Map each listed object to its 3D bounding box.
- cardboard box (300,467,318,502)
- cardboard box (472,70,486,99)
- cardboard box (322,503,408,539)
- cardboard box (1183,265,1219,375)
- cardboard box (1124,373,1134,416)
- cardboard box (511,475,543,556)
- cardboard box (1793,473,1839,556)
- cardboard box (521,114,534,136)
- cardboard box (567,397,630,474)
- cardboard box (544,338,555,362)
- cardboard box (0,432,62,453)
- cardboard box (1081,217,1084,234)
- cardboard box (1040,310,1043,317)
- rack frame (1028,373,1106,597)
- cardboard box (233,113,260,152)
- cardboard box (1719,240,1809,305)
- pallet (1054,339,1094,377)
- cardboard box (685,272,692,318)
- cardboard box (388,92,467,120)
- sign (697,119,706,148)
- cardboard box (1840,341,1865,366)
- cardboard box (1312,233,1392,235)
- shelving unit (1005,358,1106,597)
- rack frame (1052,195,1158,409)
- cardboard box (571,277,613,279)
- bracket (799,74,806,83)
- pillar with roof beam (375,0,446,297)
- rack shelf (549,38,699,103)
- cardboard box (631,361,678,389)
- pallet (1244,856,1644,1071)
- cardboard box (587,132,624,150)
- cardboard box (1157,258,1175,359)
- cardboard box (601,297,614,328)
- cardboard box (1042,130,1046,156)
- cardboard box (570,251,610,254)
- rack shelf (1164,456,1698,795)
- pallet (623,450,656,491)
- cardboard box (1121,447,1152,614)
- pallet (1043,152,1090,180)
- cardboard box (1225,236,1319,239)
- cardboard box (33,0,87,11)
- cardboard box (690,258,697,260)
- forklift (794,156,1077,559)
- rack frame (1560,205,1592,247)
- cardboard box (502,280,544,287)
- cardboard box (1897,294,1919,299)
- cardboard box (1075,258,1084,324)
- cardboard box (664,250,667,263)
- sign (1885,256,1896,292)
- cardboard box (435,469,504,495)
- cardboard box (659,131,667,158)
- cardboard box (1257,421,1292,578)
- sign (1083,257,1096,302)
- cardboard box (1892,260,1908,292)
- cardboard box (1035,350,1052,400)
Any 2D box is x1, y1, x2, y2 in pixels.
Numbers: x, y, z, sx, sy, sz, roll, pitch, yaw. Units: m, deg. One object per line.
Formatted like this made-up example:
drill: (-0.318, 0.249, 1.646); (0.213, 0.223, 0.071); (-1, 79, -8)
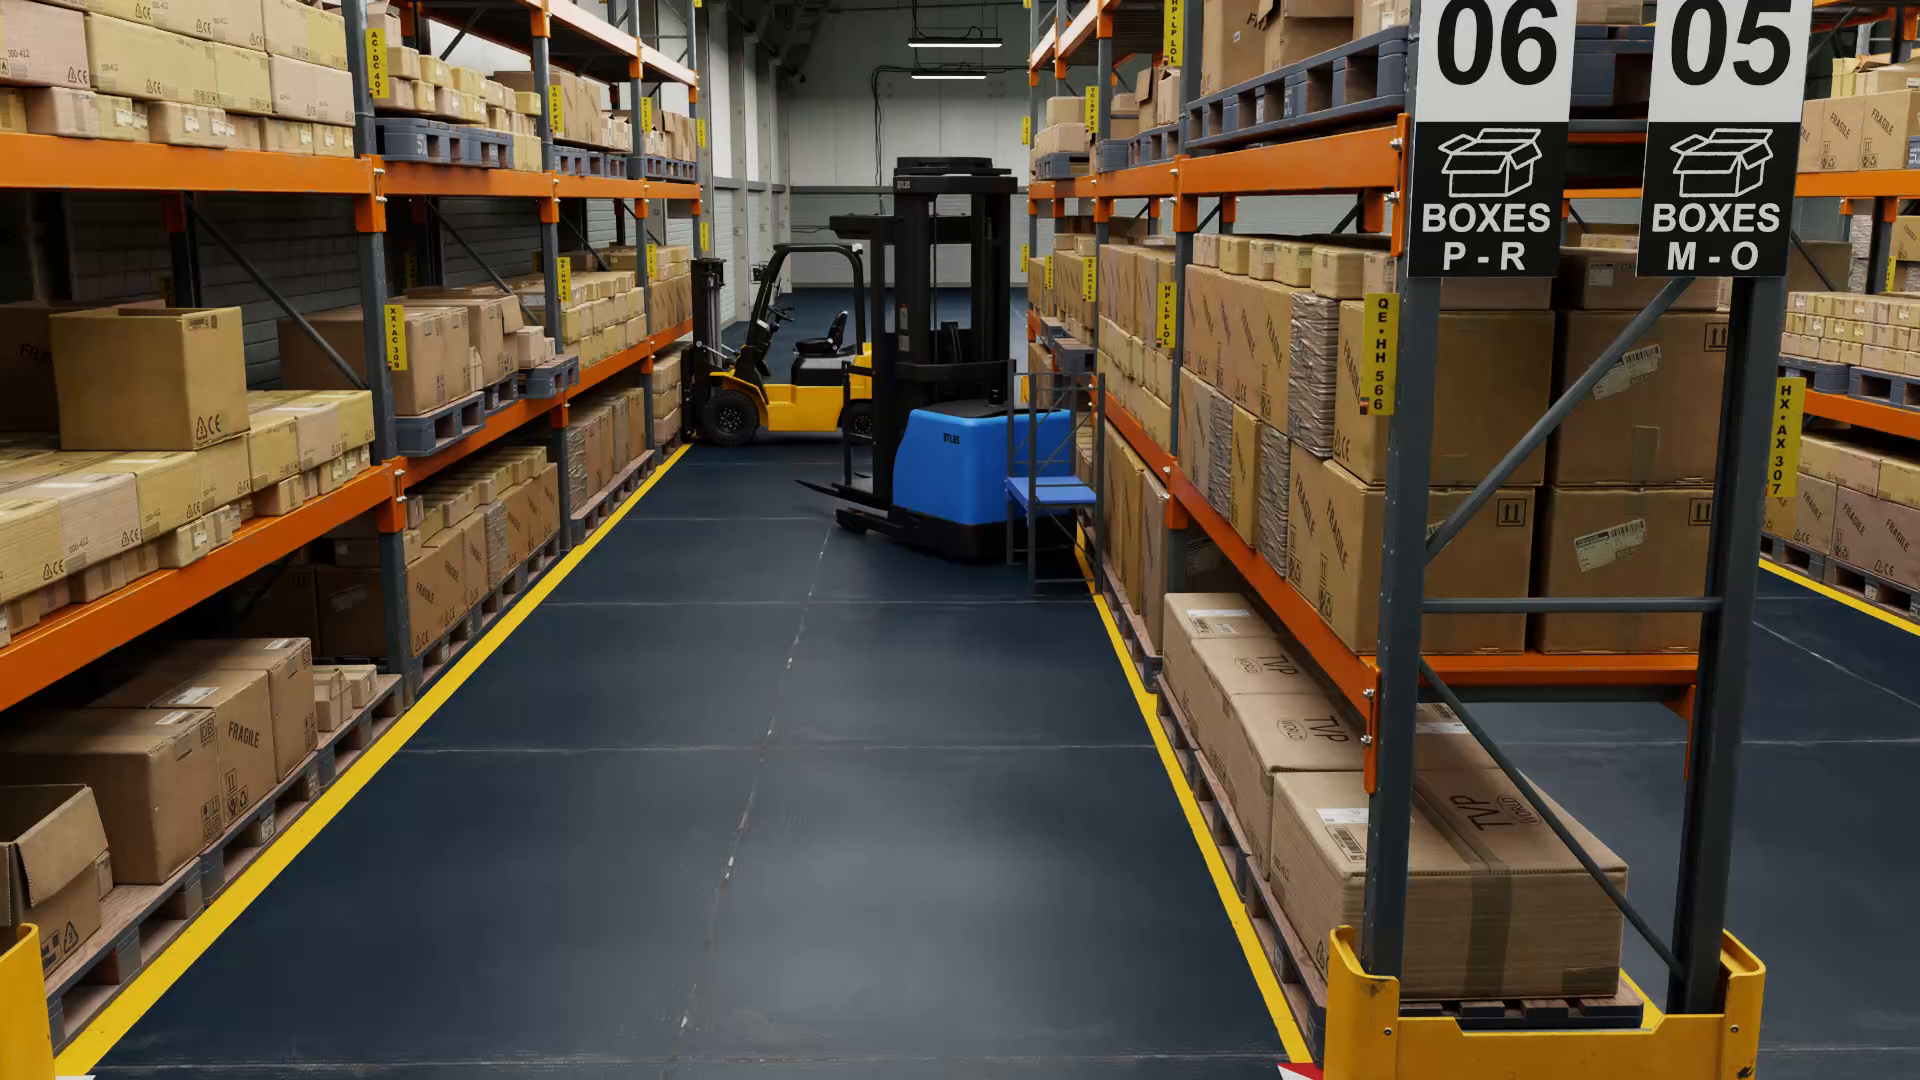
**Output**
cardboard box: (-3.081, -0.245, 7.357); (0.380, 0.149, 0.250); (0, 11, 0)
cardboard box: (-3.034, -2.701, 9.860); (0.380, 0.149, 0.250); (0, 11, -1)
cardboard box: (-3.177, -0.103, 8.874); (0.380, 0.149, 0.250); (0, 11, -2)
cardboard box: (1.355, -1.051, 7.929); (0.500, 0.500, 0.500); (0, 11, -1)
cardboard box: (1.310, -0.926, 10.459); (0.500, 0.250, 0.500); (0, 11, -1)
cardboard box: (-3.235, -0.180, 11.631); (0.500, 0.500, 0.500); (0, 11, -2)
cardboard box: (6.225, -0.182, 11.644); (0.500, 0.500, 0.500); (0, 11, 0)
cardboard box: (-3.210, -2.904, 11.659); (0.380, 0.149, 0.250); (0, 11, 0)
cardboard box: (-3.510, -0.961, 15.167); (0.875, 0.625, 0.625); (0, 11, -2)
cardboard box: (-3.061, -1.335, 11.672); (0.380, 0.149, 0.250); (0, 11, 0)
cardboard box: (-3.593, -0.259, 6.420); (0.500, 0.250, 0.500); (0, 11, -1)
cardboard box: (1.657, -3.173, 17.638); (0.700, 0.500, 0.500); (0, 11, -2)
cardboard box: (1.069, -2.441, 18.180); (0.380, 0.149, 0.250); (0, 11, -1)
rack frame: (0.706, -0.359, 11.057); (0.500, 1.500, 0.032); (-1, 12, -6)
cardboard box: (-3.097, -1.659, 6.779); (0.380, 0.149, 0.250); (0, 11, 1)
cardboard box: (6.440, -2.172, 13.454); (0.700, 0.500, 0.500); (0, 11, -2)
pallet: (1.383, -1.450, 13.144); (1.213, 0.211, 1.003); (0, 11, -1)
cardboard box: (-3.349, -2.821, 19.168); (0.500, 0.500, 0.500); (0, 11, 1)
cardboard box: (-3.007, -2.452, 9.382); (0.380, 0.149, 0.250); (0, 11, -2)
sign: (-3.081, -4.836, 19.782); (0.100, 0.325, 0.005); (0, 11, -1)
cardboard box: (6.277, -1.275, 11.377); (0.380, 0.149, 0.250); (0, 11, 1)
cardboard box: (1.912, -1.405, 8.040); (0.380, 0.149, 0.250); (0, 11, -2)
shelving unit: (0.648, -0.460, 11.552); (0.538, 1.500, 1.048); (-1, 12, -6)
rack frame: (1.422, -2.198, 16.348); (1.000, 3.000, 0.127); (0, 11, -1)
cardboard box: (-3.256, -2.223, 14.588); (0.380, 0.149, 0.250); (0, 11, -1)
bracket: (-4.833, -14.052, 50.639); (0.235, 0.232, 0.430); (0, 11, -1)
pillar with roof beam: (-0.082, -4.595, 13.075); (9.100, 9.000, 0.400); (0, 11, -1)
rack shelf: (-3.582, -4.966, 17.718); (1.077, 0.370, 4.000); (0, 11, -1)
cardboard box: (-3.238, -1.724, 17.358); (0.500, 0.250, 0.500); (0, 11, -1)
pallet: (1.575, 1.396, 5.649); (1.003, 0.211, 1.213); (0, 11, -1)
cardboard box: (-3.214, -3.561, 14.848); (0.380, 0.149, 0.250); (0, 11, -1)
cardboard box: (1.327, -1.234, 8.833); (0.500, 0.500, 0.500); (0, 11, 1)
cardboard box: (-3.261, -1.947, 14.233); (0.500, 0.250, 0.500); (0, 11, 0)
cardboard box: (1.033, -3.682, 15.442); (0.500, 0.250, 0.500); (-1, 11, -3)
cardboard box: (-3.885, -2.955, 17.451); (0.380, 0.149, 0.250); (0, 11, -2)
rack shelf: (1.628, 0.143, 6.621); (1.077, 0.370, 4.000); (0, 11, -1)
pallet: (-3.487, -0.664, 15.800); (1.003, 0.211, 1.213); (0, 11, -1)
cardboard box: (1.468, -0.075, 10.170); (0.875, 0.875, 0.875); (0, 11, 0)
pallet: (1.353, -3.247, 14.445); (1.213, 0.211, 1.003); (0, 11, -1)
cardboard box: (1.403, -1.299, 7.521); (0.380, 0.149, 0.250); (0, 11, -2)
cardboard box: (-3.043, -1.769, 5.062); (0.500, 0.250, 0.500); (0, 11, -2)
cardboard box: (-3.336, -3.271, 19.755); (0.380, 0.149, 0.250); (0, 11, 0)
forklift: (-0.346, -1.540, 13.278); (1.130, 2.935, 3.031); (-8, 14, -33)
rack frame: (6.369, -2.238, 16.547); (1.000, 3.000, 0.127); (0, 11, -1)
cardboard box: (-3.718, -2.117, 14.069); (0.380, 0.149, 0.250); (0, 11, 0)
cardboard box: (6.923, -1.672, 11.835); (0.380, 0.149, 0.250); (0, 11, -2)
cardboard box: (1.195, -1.995, 13.294); (0.500, 0.500, 0.500); (0, 11, -2)
cardboard box: (-3.380, -3.059, 17.963); (0.380, 0.149, 0.250); (0, 11, -1)
sign: (6.994, -1.976, 12.541); (0.100, 0.325, 0.005); (0, 11, -1)
cardboard box: (-3.231, -0.374, 10.959); (0.380, 0.149, 0.250); (0, 11, -2)
cardboard box: (-3.268, -4.132, 17.368); (0.396, 0.266, 0.258); (-1, 11, -2)
cardboard box: (1.379, -0.158, 6.043); (0.500, 0.500, 0.500); (0, 11, 0)
sign: (0.962, -1.927, 12.301); (0.100, 0.325, 0.005); (0, 11, -1)
cardboard box: (11.361, -3.020, 19.402); (0.875, 0.500, 0.500); (0, 11, -1)
cardboard box: (1.098, -1.849, 18.601); (0.500, 0.500, 0.500); (0, 11, 0)
